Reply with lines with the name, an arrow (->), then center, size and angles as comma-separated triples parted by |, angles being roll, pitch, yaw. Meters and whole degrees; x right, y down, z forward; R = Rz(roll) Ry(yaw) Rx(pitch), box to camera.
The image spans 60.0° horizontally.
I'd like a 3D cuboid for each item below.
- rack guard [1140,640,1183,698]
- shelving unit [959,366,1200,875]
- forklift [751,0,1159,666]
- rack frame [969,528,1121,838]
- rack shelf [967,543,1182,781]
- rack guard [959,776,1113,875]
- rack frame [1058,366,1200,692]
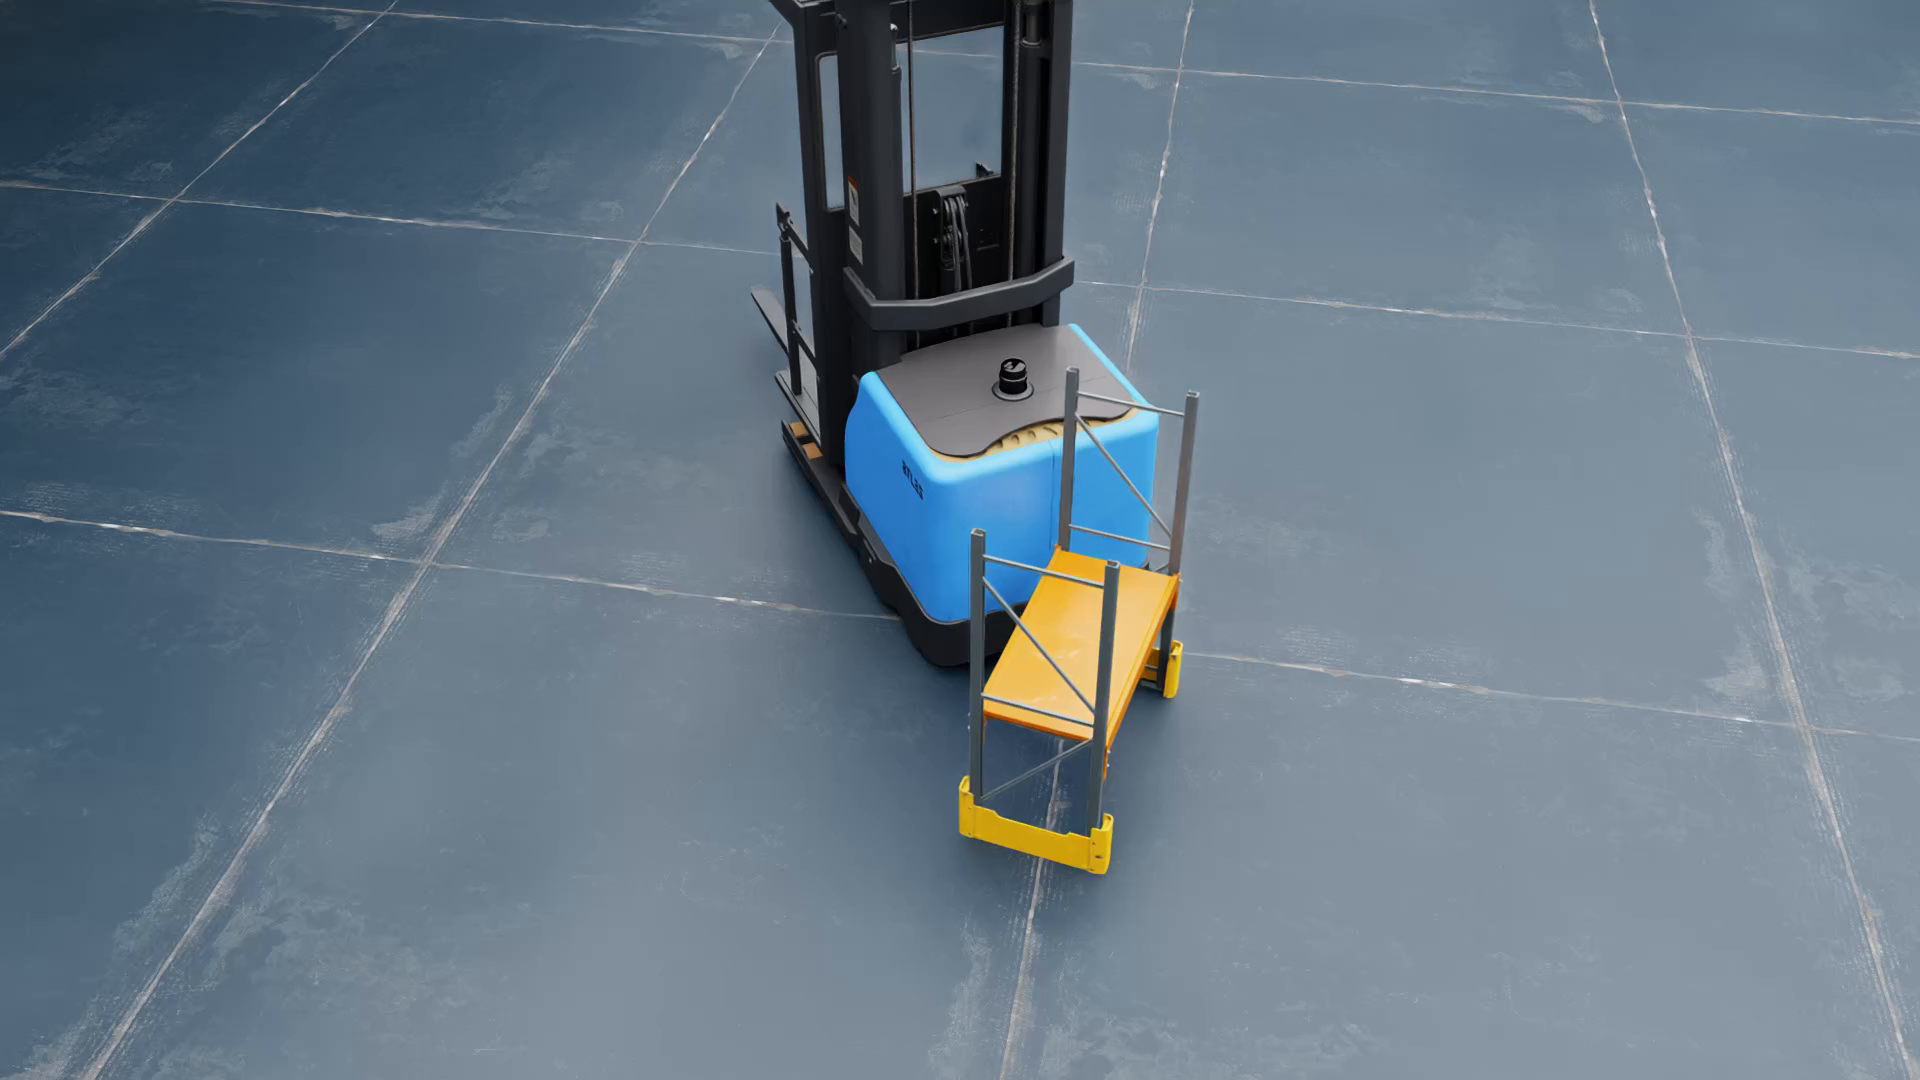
rack guard -> 0.632, 0.479, 6.975 | 0.587, 0.250, 0.087 | 14, 41, 16
shelving unit -> 0.456, 0.294, 6.217 | 0.587, 1.500, 1.083 | 14, 41, 16
forklift -> -0.230, -1.539, 7.312 | 1.130, 2.935, 3.031 | -15, 42, -18
rack frame -> 0.274, 0.602, 5.844 | 0.500, 1.500, 0.032 | 14, 41, 16
rack shelf -> 0.453, 0.438, 6.326 | 0.538, 0.185, 1.000 | 14, 41, 16
rack guard -> 0.281, 1.073, 6.257 | 0.587, 0.250, 0.087 | 14, 41, 16
rack frame -> 0.632, -0.004, 6.578 | 0.500, 1.500, 0.032 | 14, 41, 16
